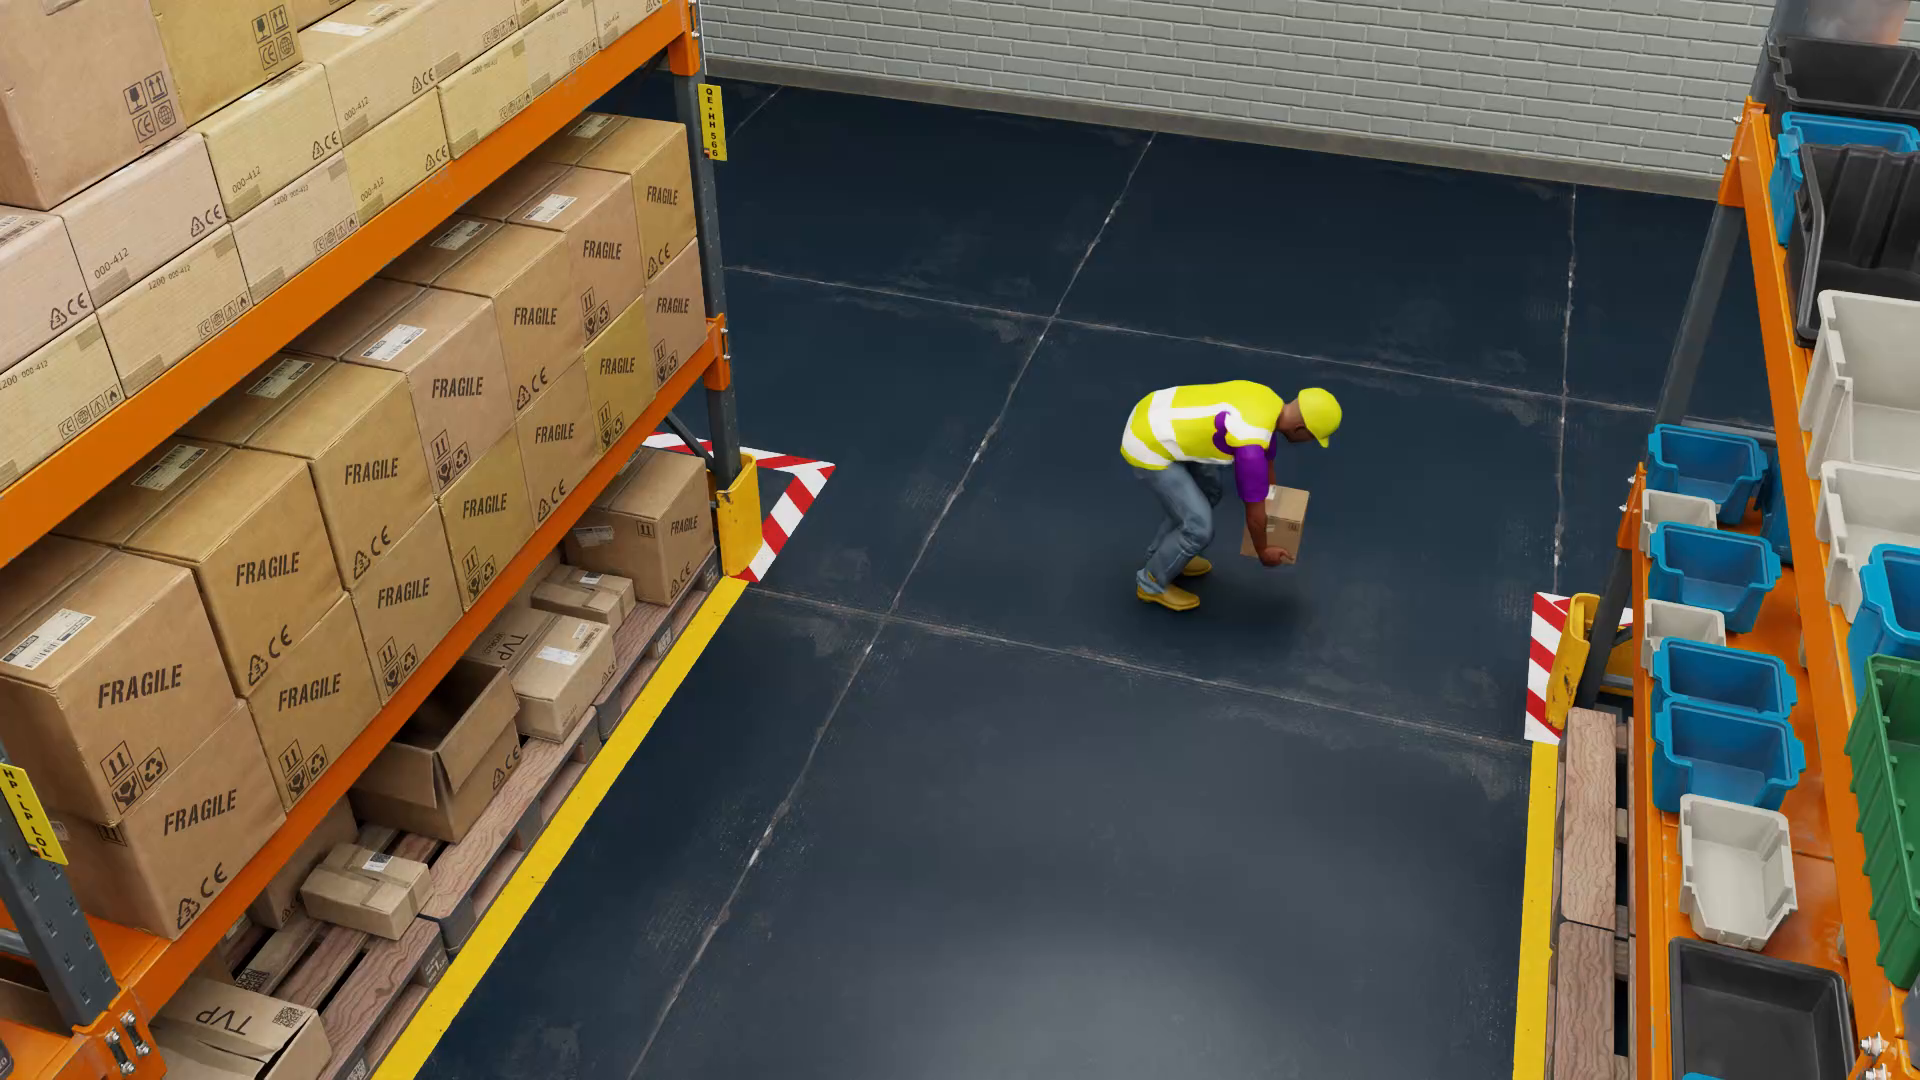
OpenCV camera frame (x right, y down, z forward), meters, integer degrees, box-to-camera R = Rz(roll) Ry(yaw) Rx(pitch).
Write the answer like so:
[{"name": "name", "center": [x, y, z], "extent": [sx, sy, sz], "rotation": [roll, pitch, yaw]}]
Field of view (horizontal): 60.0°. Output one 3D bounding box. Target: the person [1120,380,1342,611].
[{"name": "person", "center": [-0.215, 4.269, 1.652], "extent": [2.032, 1.186, 15.759], "rotation": [9, 38, 12]}]
